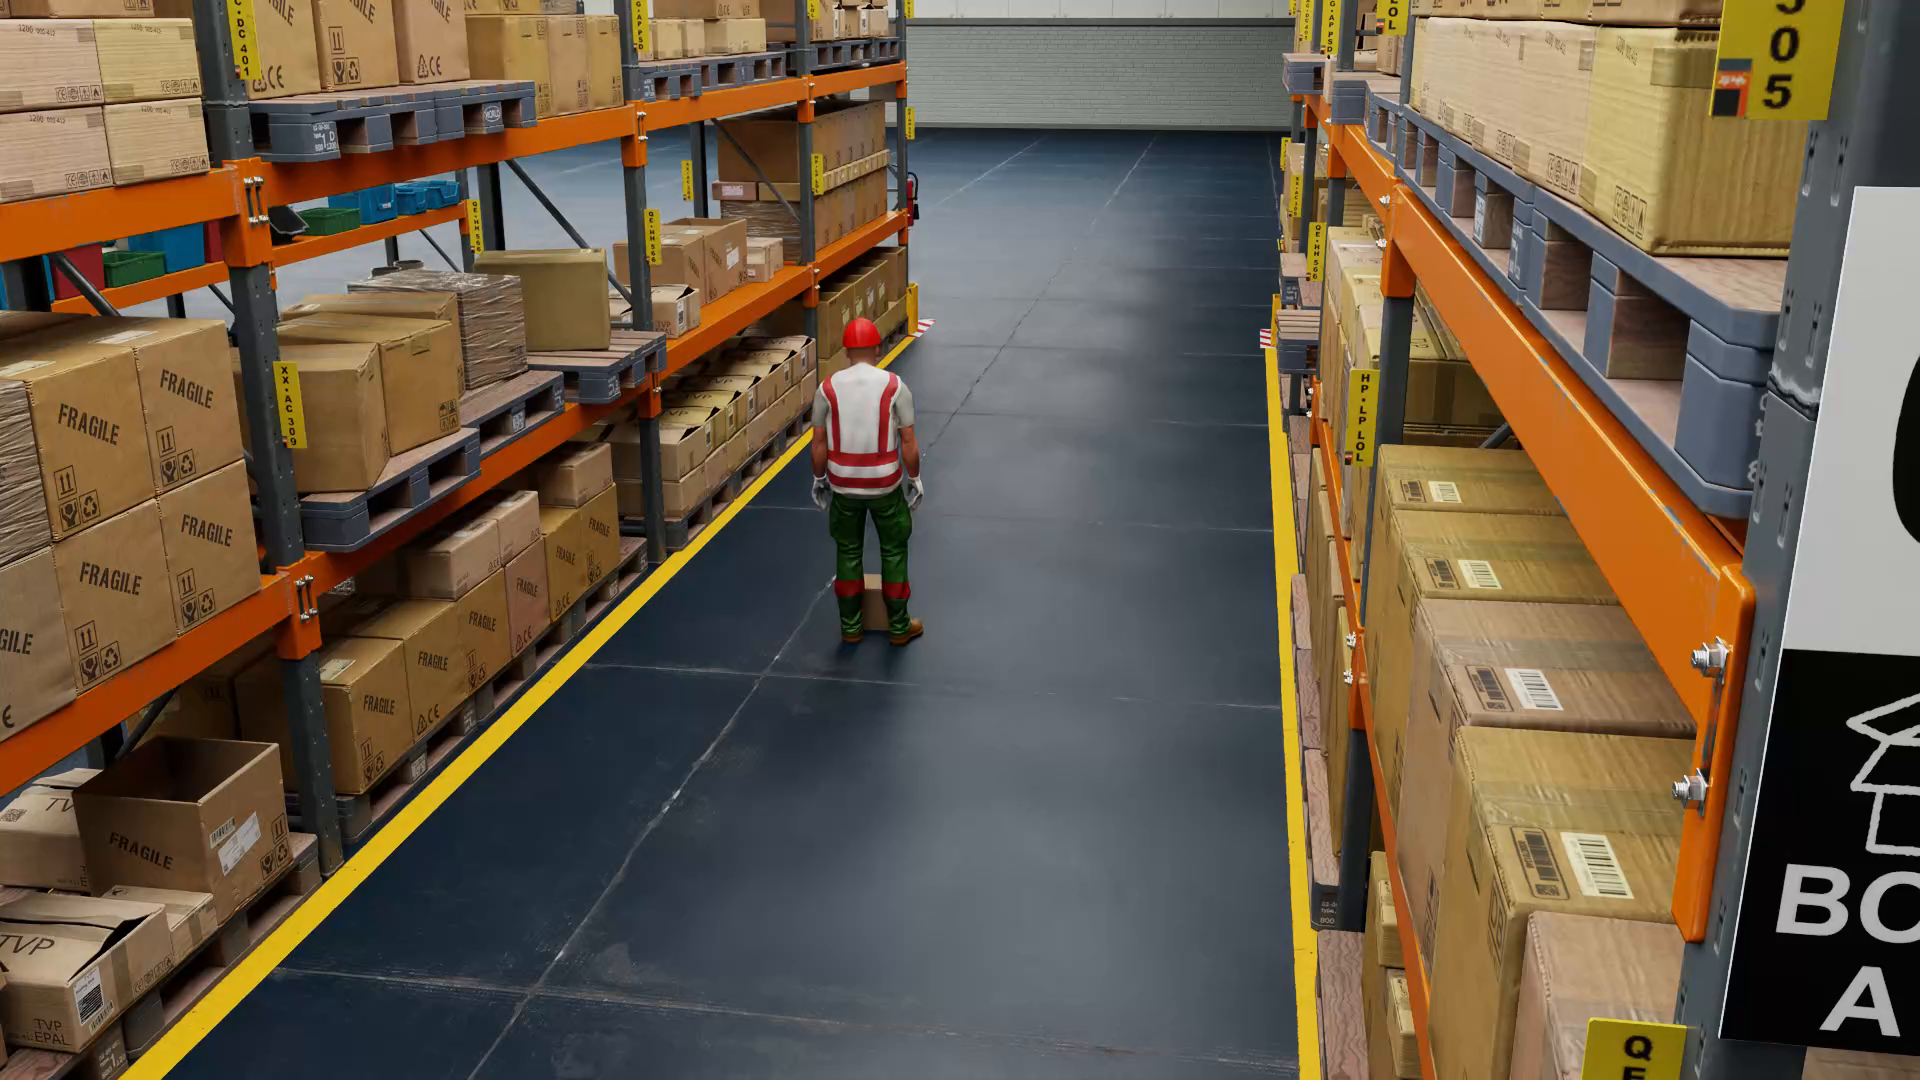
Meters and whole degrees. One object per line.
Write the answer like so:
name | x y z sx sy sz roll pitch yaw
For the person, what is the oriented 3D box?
person | -0.501 -0.306 8.987 0.613 1.778 0.452 2 18 5
